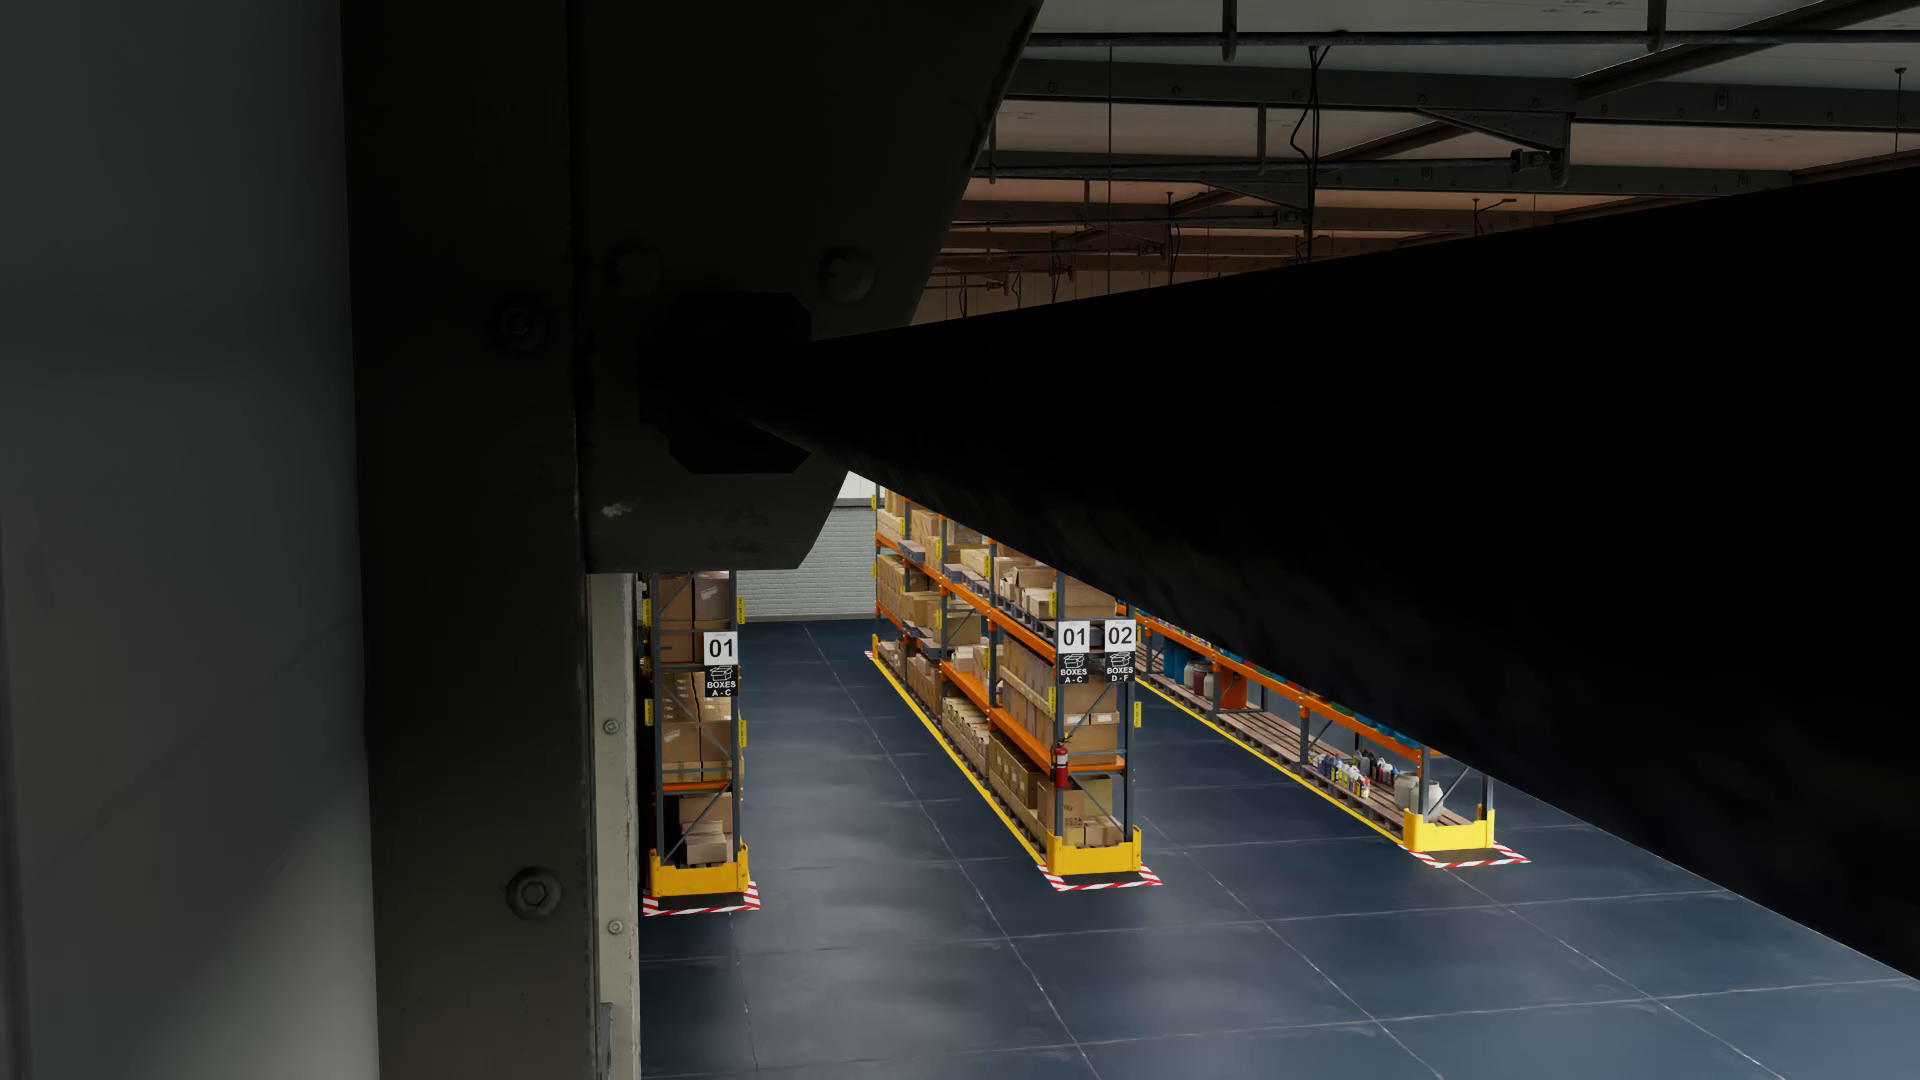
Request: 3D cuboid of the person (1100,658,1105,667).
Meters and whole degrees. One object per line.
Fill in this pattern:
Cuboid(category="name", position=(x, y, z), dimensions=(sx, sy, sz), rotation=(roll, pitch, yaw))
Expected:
Cuboid(category="person", position=(2.825, 1.929, 34.650), dimensions=(0.605, 1.724, 1.035), rotation=(1, 6, 14))
